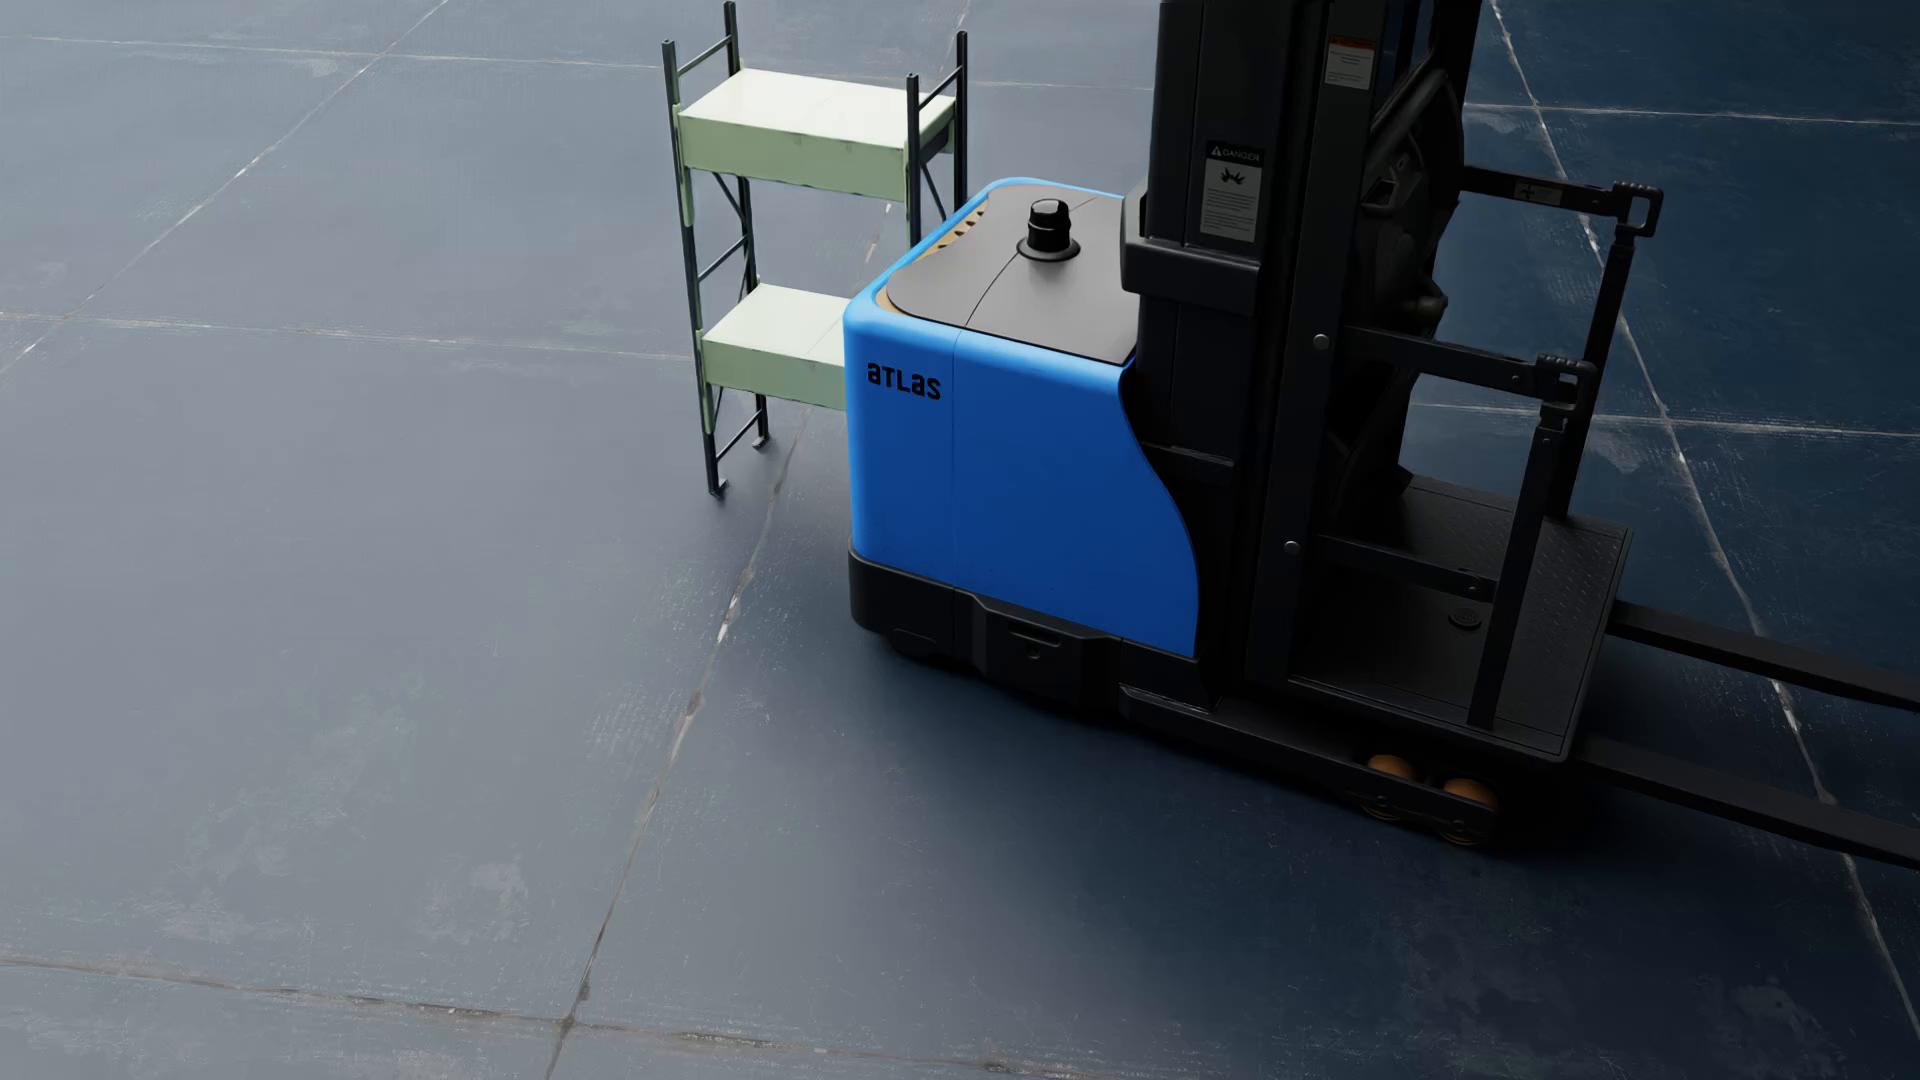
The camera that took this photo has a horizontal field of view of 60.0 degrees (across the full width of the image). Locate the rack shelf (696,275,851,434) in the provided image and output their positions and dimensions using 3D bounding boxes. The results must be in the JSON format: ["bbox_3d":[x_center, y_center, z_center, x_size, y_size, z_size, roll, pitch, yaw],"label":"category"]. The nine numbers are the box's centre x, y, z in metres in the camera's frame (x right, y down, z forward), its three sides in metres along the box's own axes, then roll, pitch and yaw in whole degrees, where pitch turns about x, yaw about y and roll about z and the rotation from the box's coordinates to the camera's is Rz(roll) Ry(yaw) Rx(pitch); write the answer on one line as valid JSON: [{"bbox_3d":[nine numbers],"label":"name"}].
[{"bbox_3d":[-0.402,-0.527,5.259,0.720,0.370,0.431,13,37,17],"label":"rack shelf"}]

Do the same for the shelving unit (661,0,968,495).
[{"bbox_3d":[-0.402,-0.793,5.070,0.755,1.500,0.431,13,37,17],"label":"shelving unit"}]

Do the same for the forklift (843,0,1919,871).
[{"bbox_3d":[1.235,-0.782,3.822,3.031,2.935,1.130,16,39,21],"label":"forklift"}]

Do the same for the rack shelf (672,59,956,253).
[{"bbox_3d":[-0.402,-1.110,4.843,0.720,0.370,0.431,13,37,17],"label":"rack shelf"}]

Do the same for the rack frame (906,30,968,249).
[{"bbox_3d":[-0.060,-0.716,4.963,0.023,1.500,0.400,13,37,17],"label":"rack frame"}]

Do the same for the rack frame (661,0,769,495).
[{"bbox_3d":[-0.743,-0.869,5.176,0.023,1.500,0.400,13,37,17],"label":"rack frame"}]
